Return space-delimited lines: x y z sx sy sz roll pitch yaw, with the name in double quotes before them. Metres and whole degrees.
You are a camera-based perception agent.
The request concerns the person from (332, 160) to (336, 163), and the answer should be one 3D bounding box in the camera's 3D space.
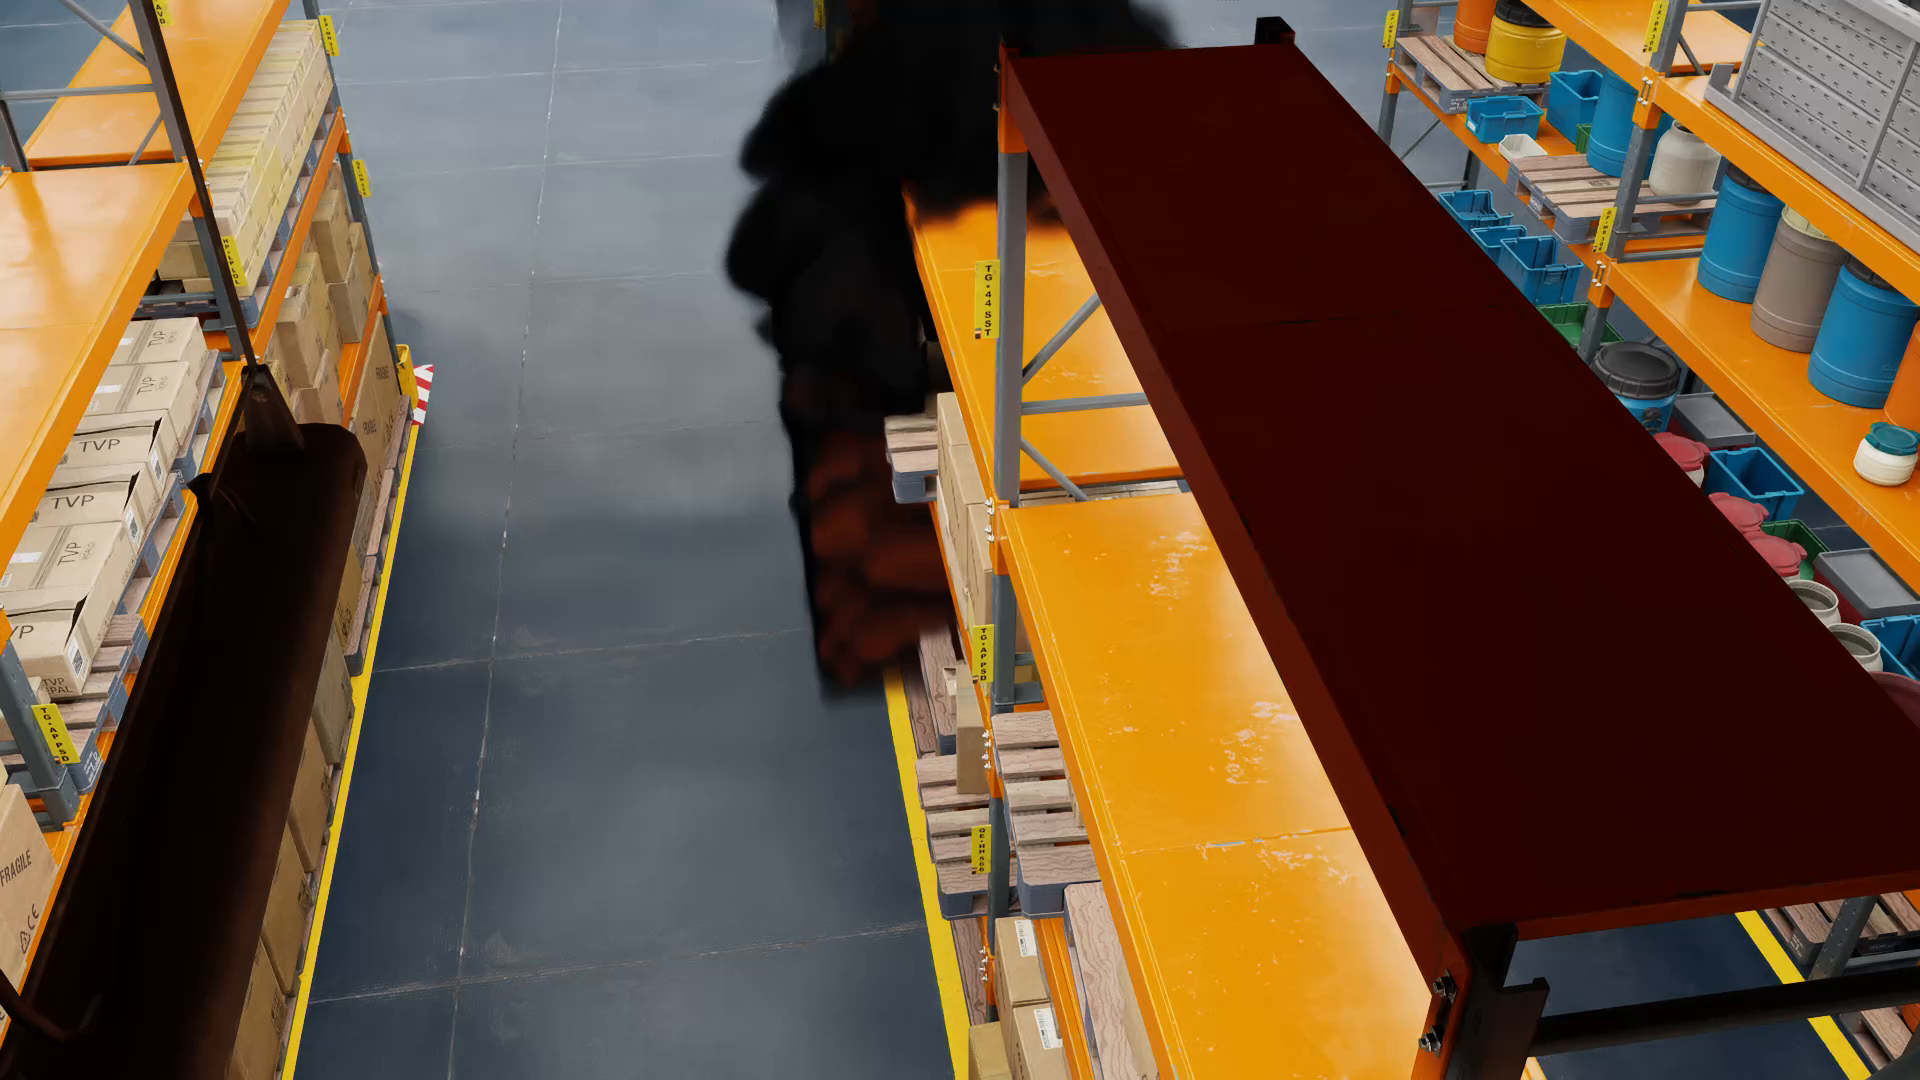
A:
"person" -6.519 -3.355 16.614 0.705 1.721 0.547 21 41 26
